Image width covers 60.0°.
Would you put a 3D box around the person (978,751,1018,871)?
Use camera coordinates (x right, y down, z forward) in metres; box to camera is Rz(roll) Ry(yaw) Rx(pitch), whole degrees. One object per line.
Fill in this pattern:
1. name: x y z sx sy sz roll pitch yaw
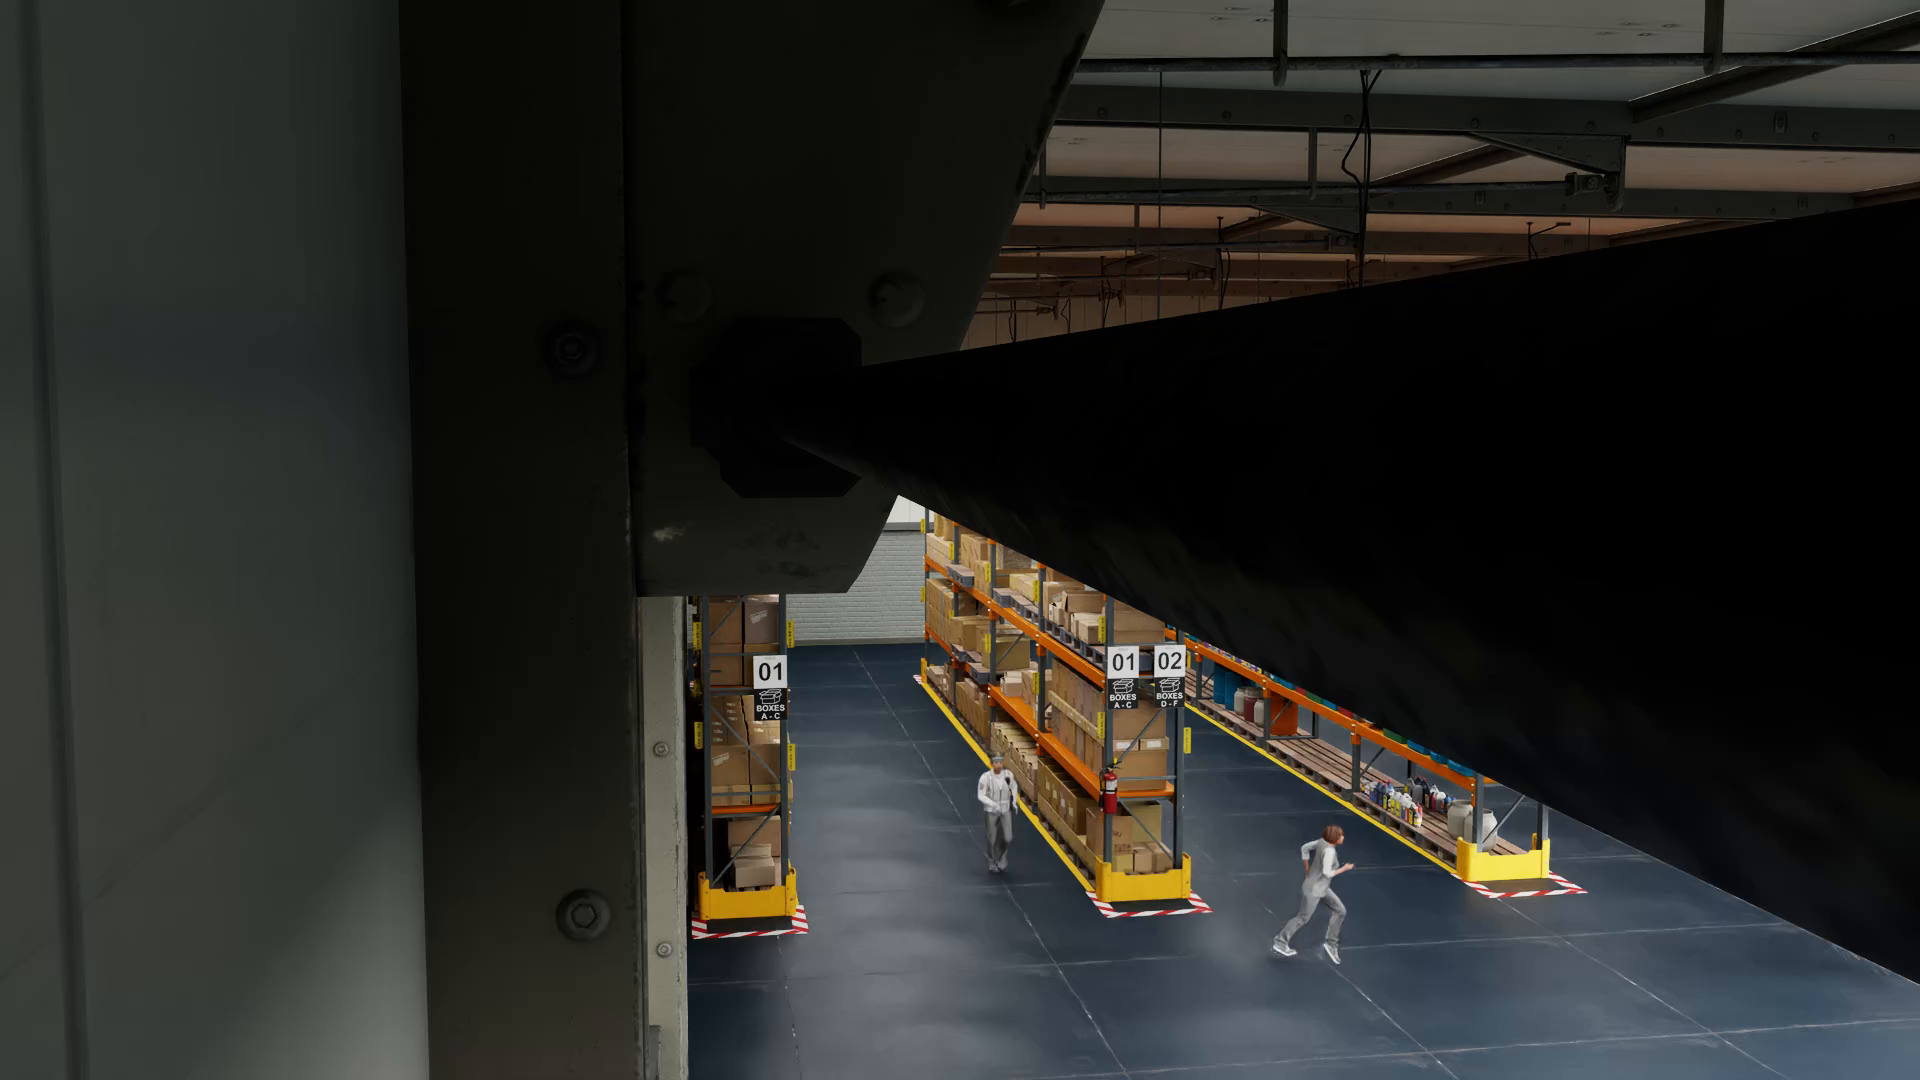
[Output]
1. person: 0.514 3.576 21.840 0.585 1.644 0.690 -1 5 -10

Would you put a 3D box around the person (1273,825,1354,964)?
1. person: 3.922 3.925 18.455 0.868 1.579 0.527 1 5 16
